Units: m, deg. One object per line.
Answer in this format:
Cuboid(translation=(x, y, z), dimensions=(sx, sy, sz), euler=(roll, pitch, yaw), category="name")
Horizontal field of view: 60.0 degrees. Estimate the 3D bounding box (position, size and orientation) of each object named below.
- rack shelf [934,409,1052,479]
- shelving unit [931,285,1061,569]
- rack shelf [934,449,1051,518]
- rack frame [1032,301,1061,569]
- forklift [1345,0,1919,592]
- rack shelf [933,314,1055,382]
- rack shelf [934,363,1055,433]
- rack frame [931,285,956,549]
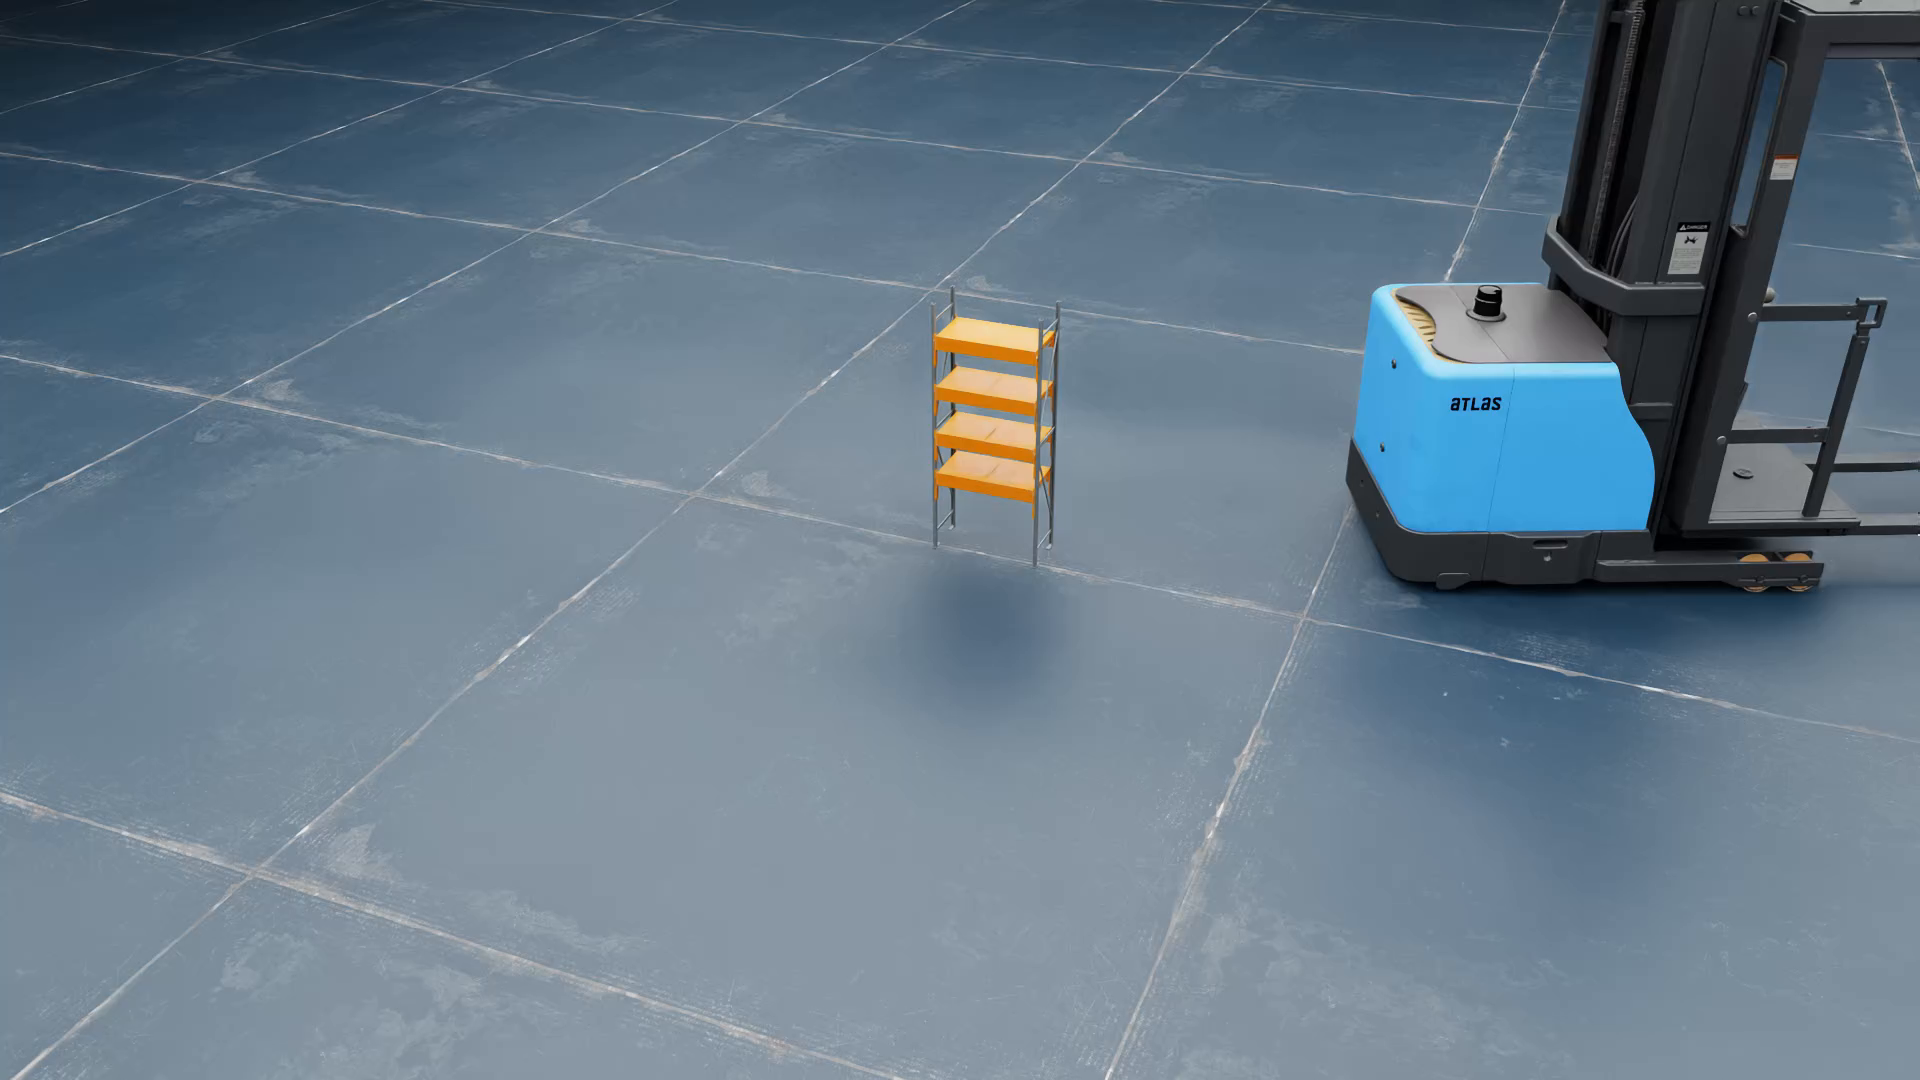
Cuboid(translation=(0.153, -0.433, 7.434), dimensions=(0.480, 0.148, 0.258), euler=(11, 31, 19), category="rack shelf")
Cuboid(translation=(0.153, -0.492, 7.401), dimensions=(0.503, 1.200, 0.258), euler=(11, 31, 19), category="shelving unit")
Cuboid(translation=(0.153, -0.260, 7.531), dimensions=(0.480, 0.148, 0.258), euler=(11, 31, 19), category="rack shelf")
Cuboid(translation=(0.379, -0.447, 7.321), dimensions=(0.015, 1.200, 0.240), euler=(11, 31, 19), category="rack frame")
Cuboid(translation=(3.405, -1.307, 7.084), dimensions=(3.031, 2.935, 1.130), euler=(-1, 29, -1), category="forklift")
Cuboid(translation=(0.153, -0.834, 7.207), dimensions=(0.480, 0.148, 0.258), euler=(11, 31, 19), category="rack shelf")
Cuboid(translation=(0.153, -0.628, 7.324), dimensions=(0.480, 0.148, 0.258), euler=(11, 31, 19), category="rack shelf")
Cuboid(translation=(-0.073, -0.537, 7.480), dimensions=(0.015, 1.200, 0.240), euler=(11, 31, 19), category="rack frame")
